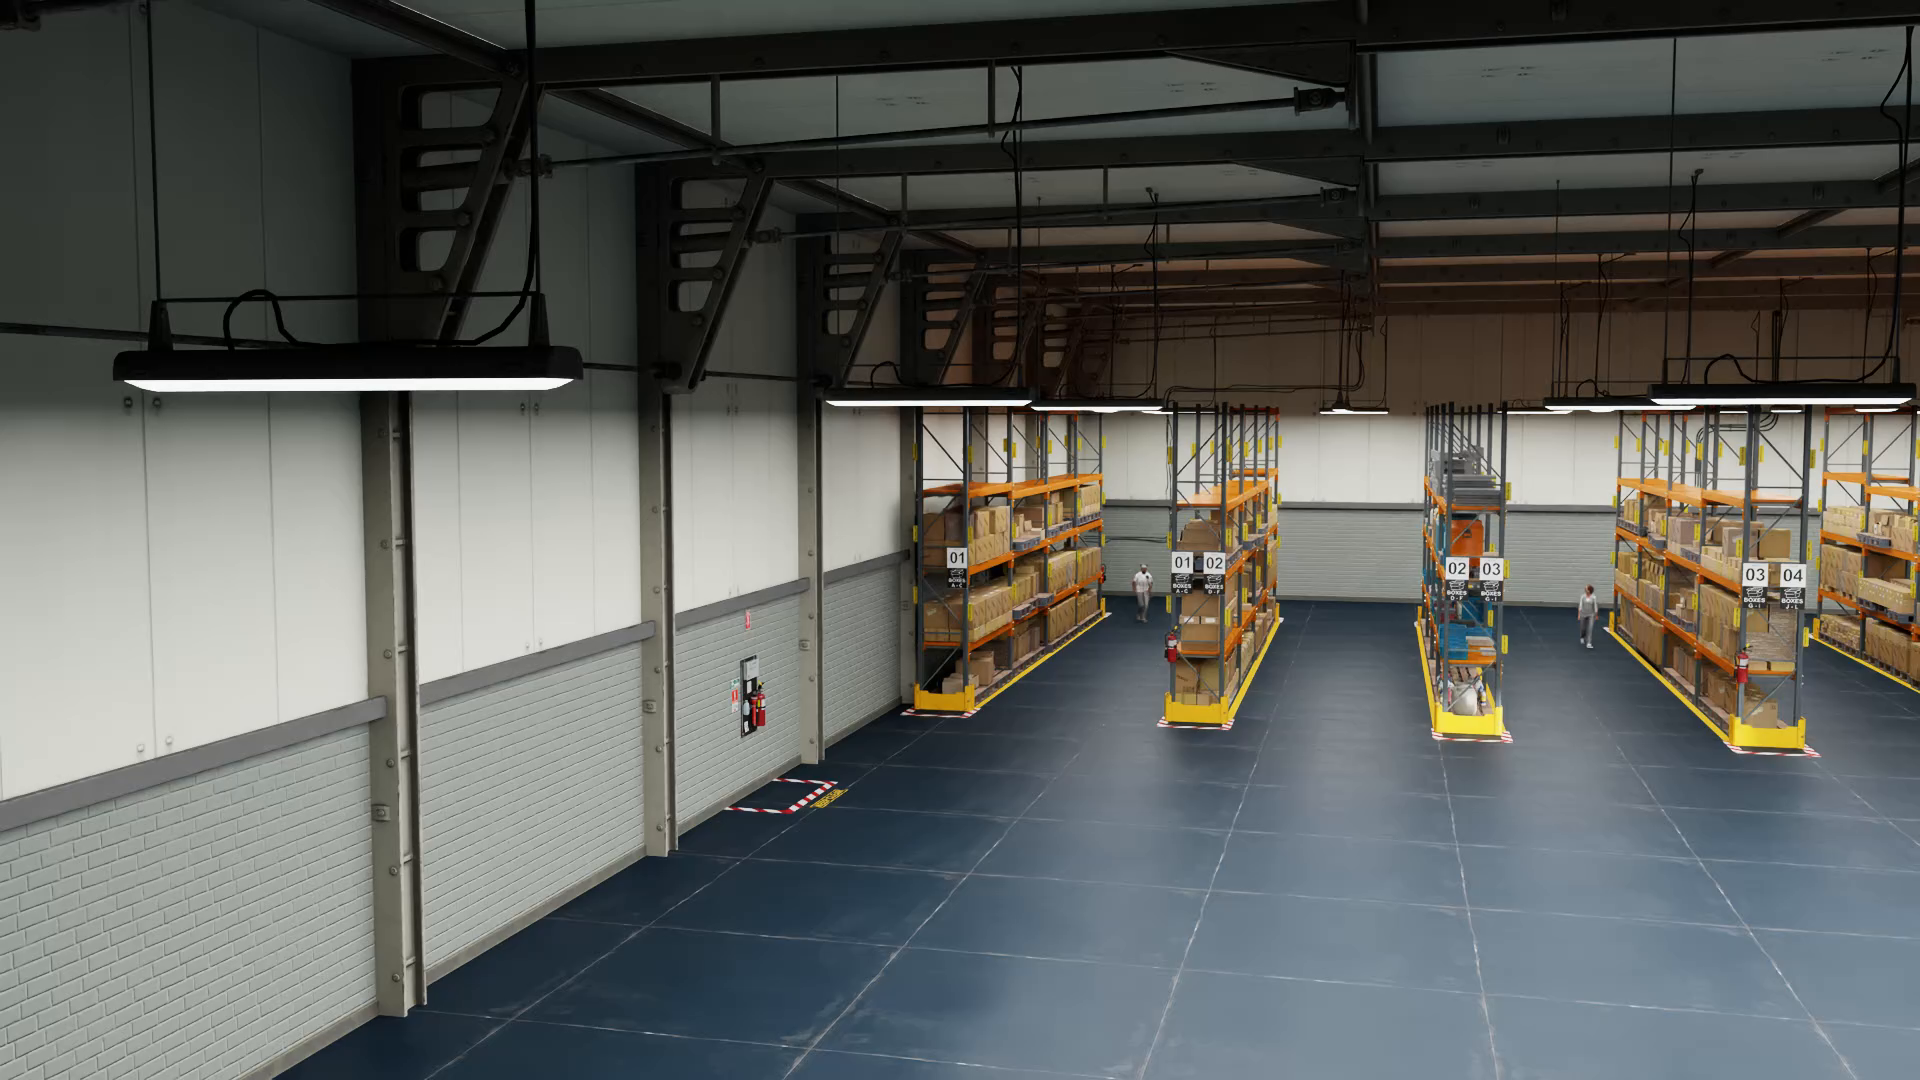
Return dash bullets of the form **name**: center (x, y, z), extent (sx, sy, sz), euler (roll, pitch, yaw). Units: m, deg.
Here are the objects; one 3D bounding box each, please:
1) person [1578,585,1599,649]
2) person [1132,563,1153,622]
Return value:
- **person**: center (15.620, 1.997, 41.366), extent (0.493, 1.329, 0.823), euler (1, 4, 14)
- **person**: center (5.141, 1.477, 46.556), extent (0.562, 1.663, 0.484), euler (-1, 4, -8)
